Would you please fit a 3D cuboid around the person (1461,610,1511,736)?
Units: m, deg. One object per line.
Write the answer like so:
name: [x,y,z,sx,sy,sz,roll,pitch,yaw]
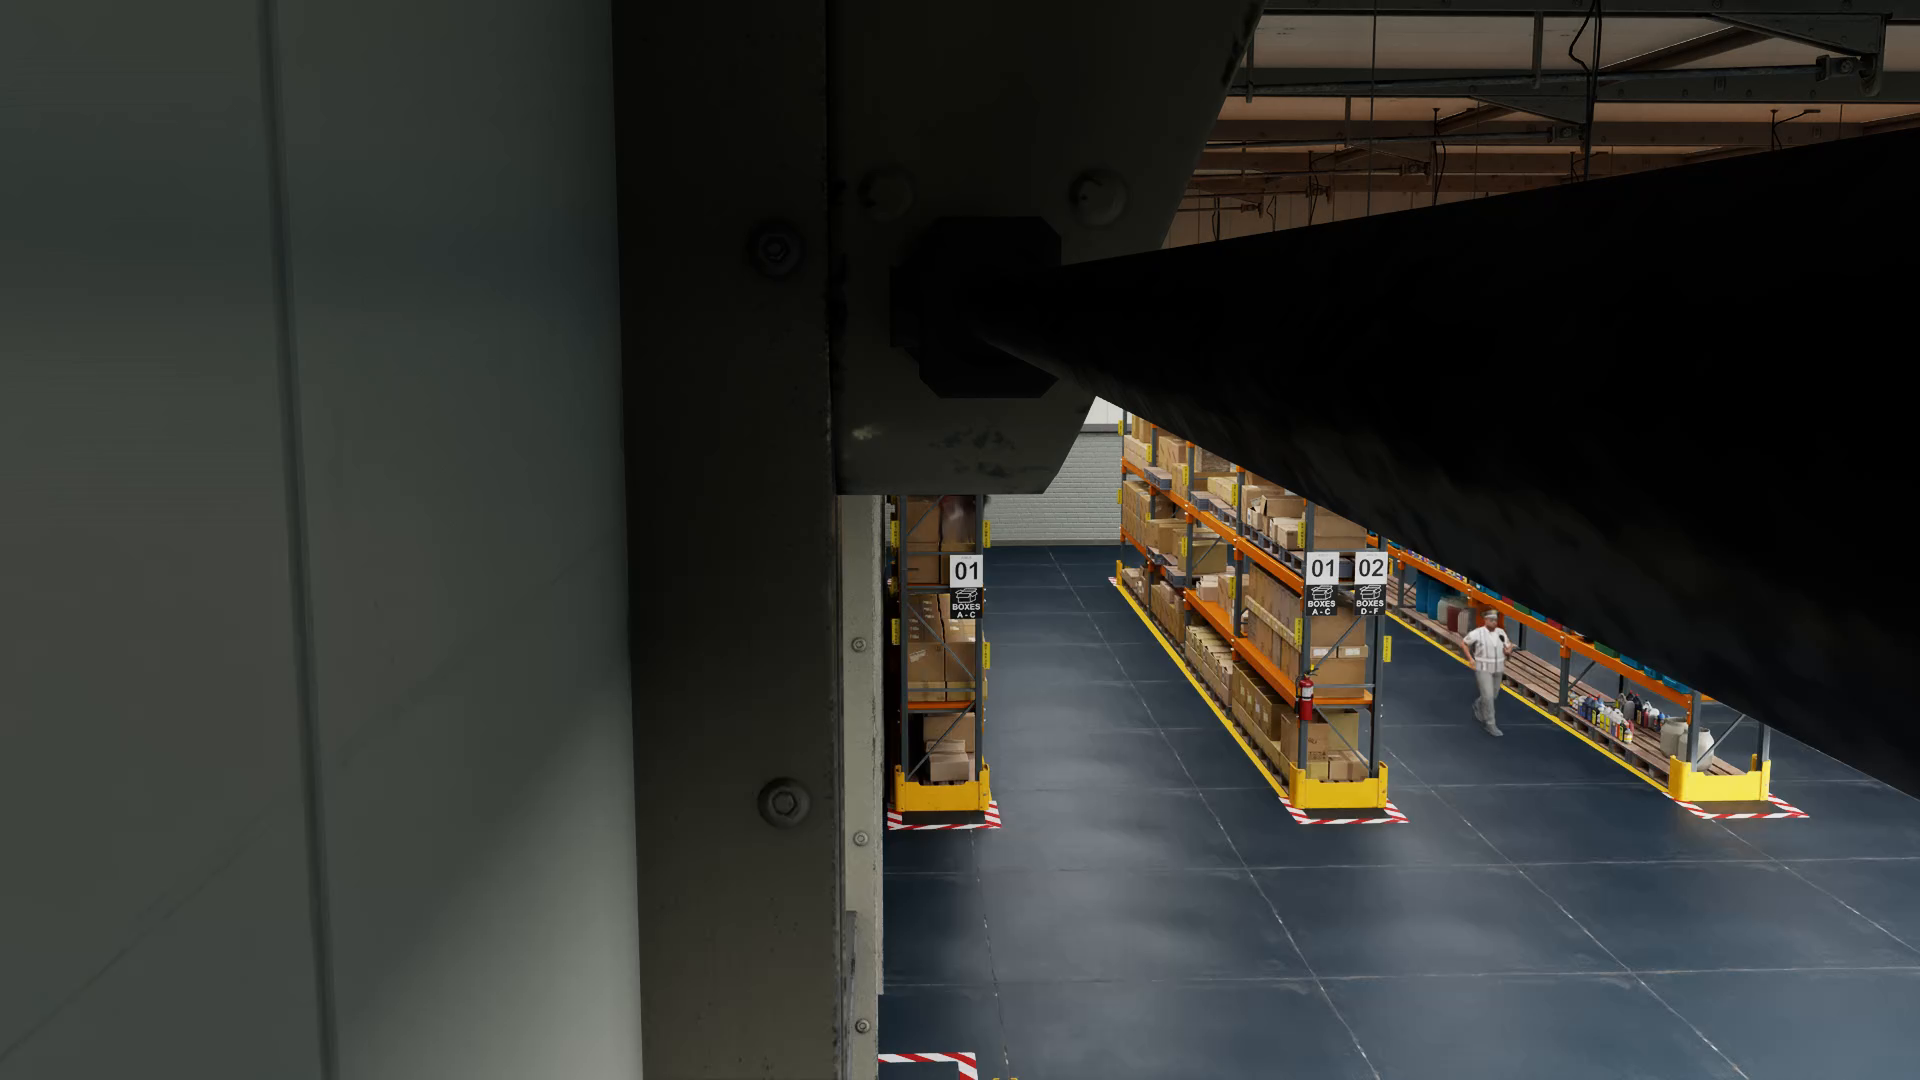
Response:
person: [7.695,1.876,24.187,0.662,1.768,0.974,-2,9,-14]
